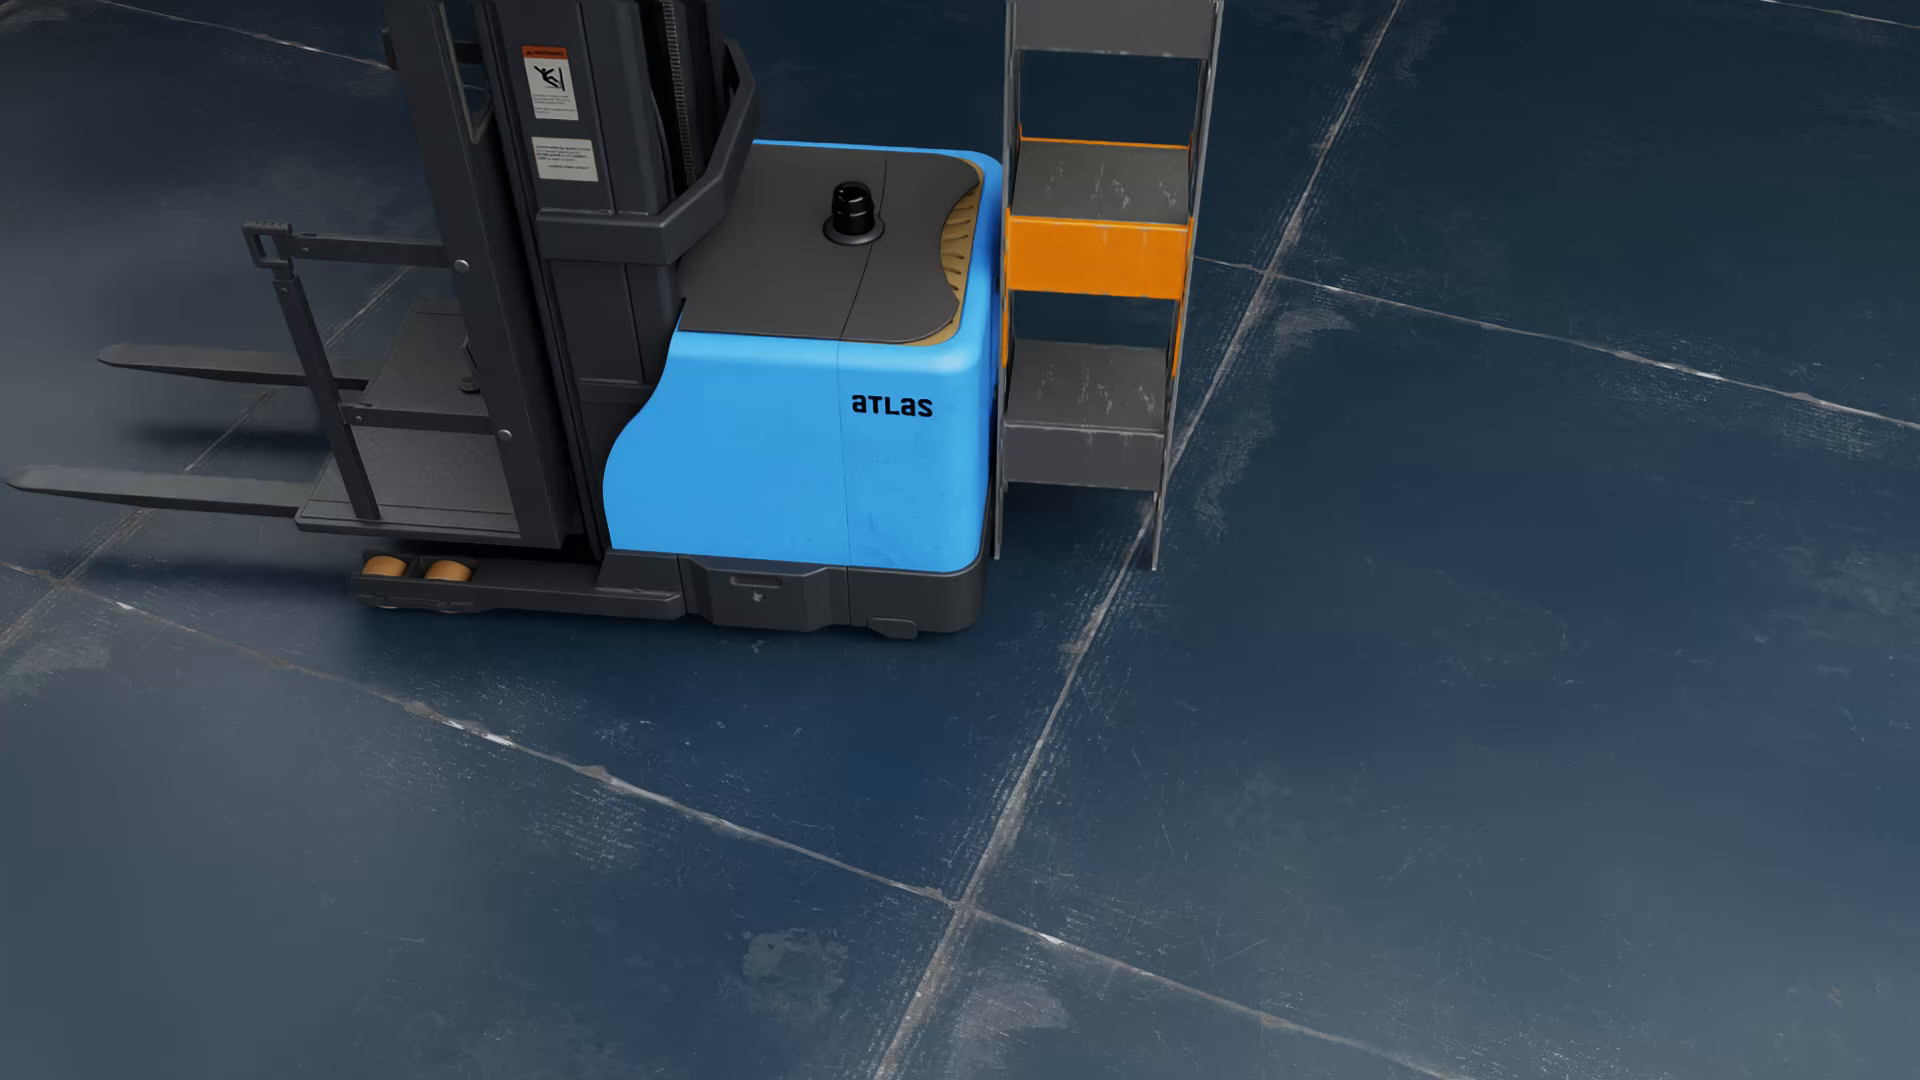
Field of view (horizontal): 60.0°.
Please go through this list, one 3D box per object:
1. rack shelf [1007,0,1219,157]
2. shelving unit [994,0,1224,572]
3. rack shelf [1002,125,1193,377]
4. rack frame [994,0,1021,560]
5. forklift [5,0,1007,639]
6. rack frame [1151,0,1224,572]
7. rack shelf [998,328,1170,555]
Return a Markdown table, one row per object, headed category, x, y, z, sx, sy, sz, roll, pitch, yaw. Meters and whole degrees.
| category | x | y | z | sx | sy | sz | roll | pitch | yaw |
| --- | --- | --- | --- | --- | --- | --- | --- | --- | --- |
| rack shelf | 0.377 | -1.291 | 4.085 | 0.480 | 0.518 | 0.431 | 4 | 45 | 4 |
| shelving unit | 0.377 | -0.804 | 4.569 | 0.503 | 2.100 | 0.431 | 4 | 45 | 4 |
| rack shelf | 0.377 | -0.794 | 4.579 | 0.480 | 0.518 | 0.431 | 4 | 45 | 4 |
| rack frame | 0.134 | -0.821 | 4.587 | 0.015 | 2.100 | 0.400 | 4 | 45 | 4 |
| forklift | -1.400 | -1.184 | 4.362 | 3.031 | 2.935 | 1.130 | 4 | 45 | 4 |
| rack frame | 0.620 | -0.787 | 4.552 | 0.015 | 2.100 | 0.400 | 4 | 45 | 4 |
| rack shelf | 0.377 | -0.298 | 5.073 | 0.480 | 0.518 | 0.431 | 4 | 45 | 4 |
